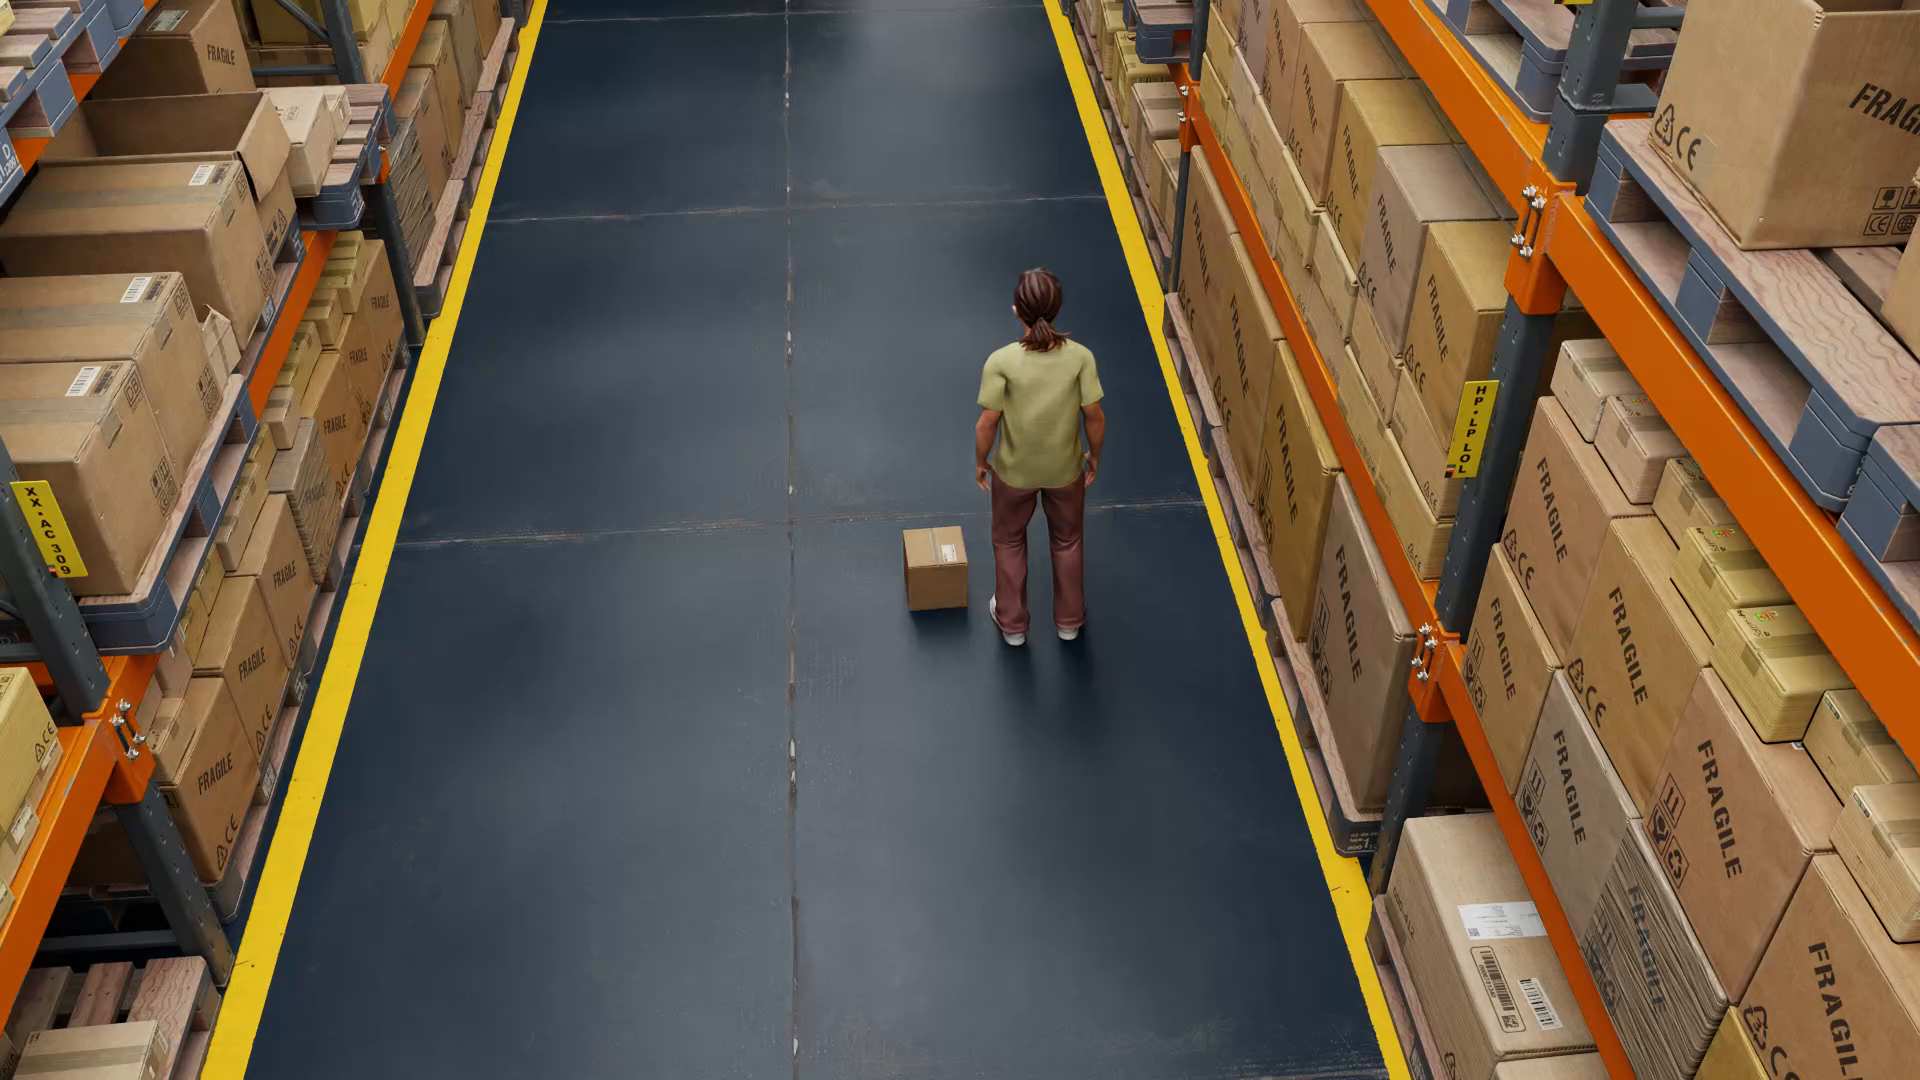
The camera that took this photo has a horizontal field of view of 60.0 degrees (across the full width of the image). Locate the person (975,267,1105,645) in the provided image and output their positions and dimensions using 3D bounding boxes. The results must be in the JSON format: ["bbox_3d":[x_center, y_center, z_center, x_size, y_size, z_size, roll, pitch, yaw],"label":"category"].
[{"bbox_3d":[0.302,-0.290,6.510,0.499,1.673,0.354,-3,39,-4],"label":"person"}]
